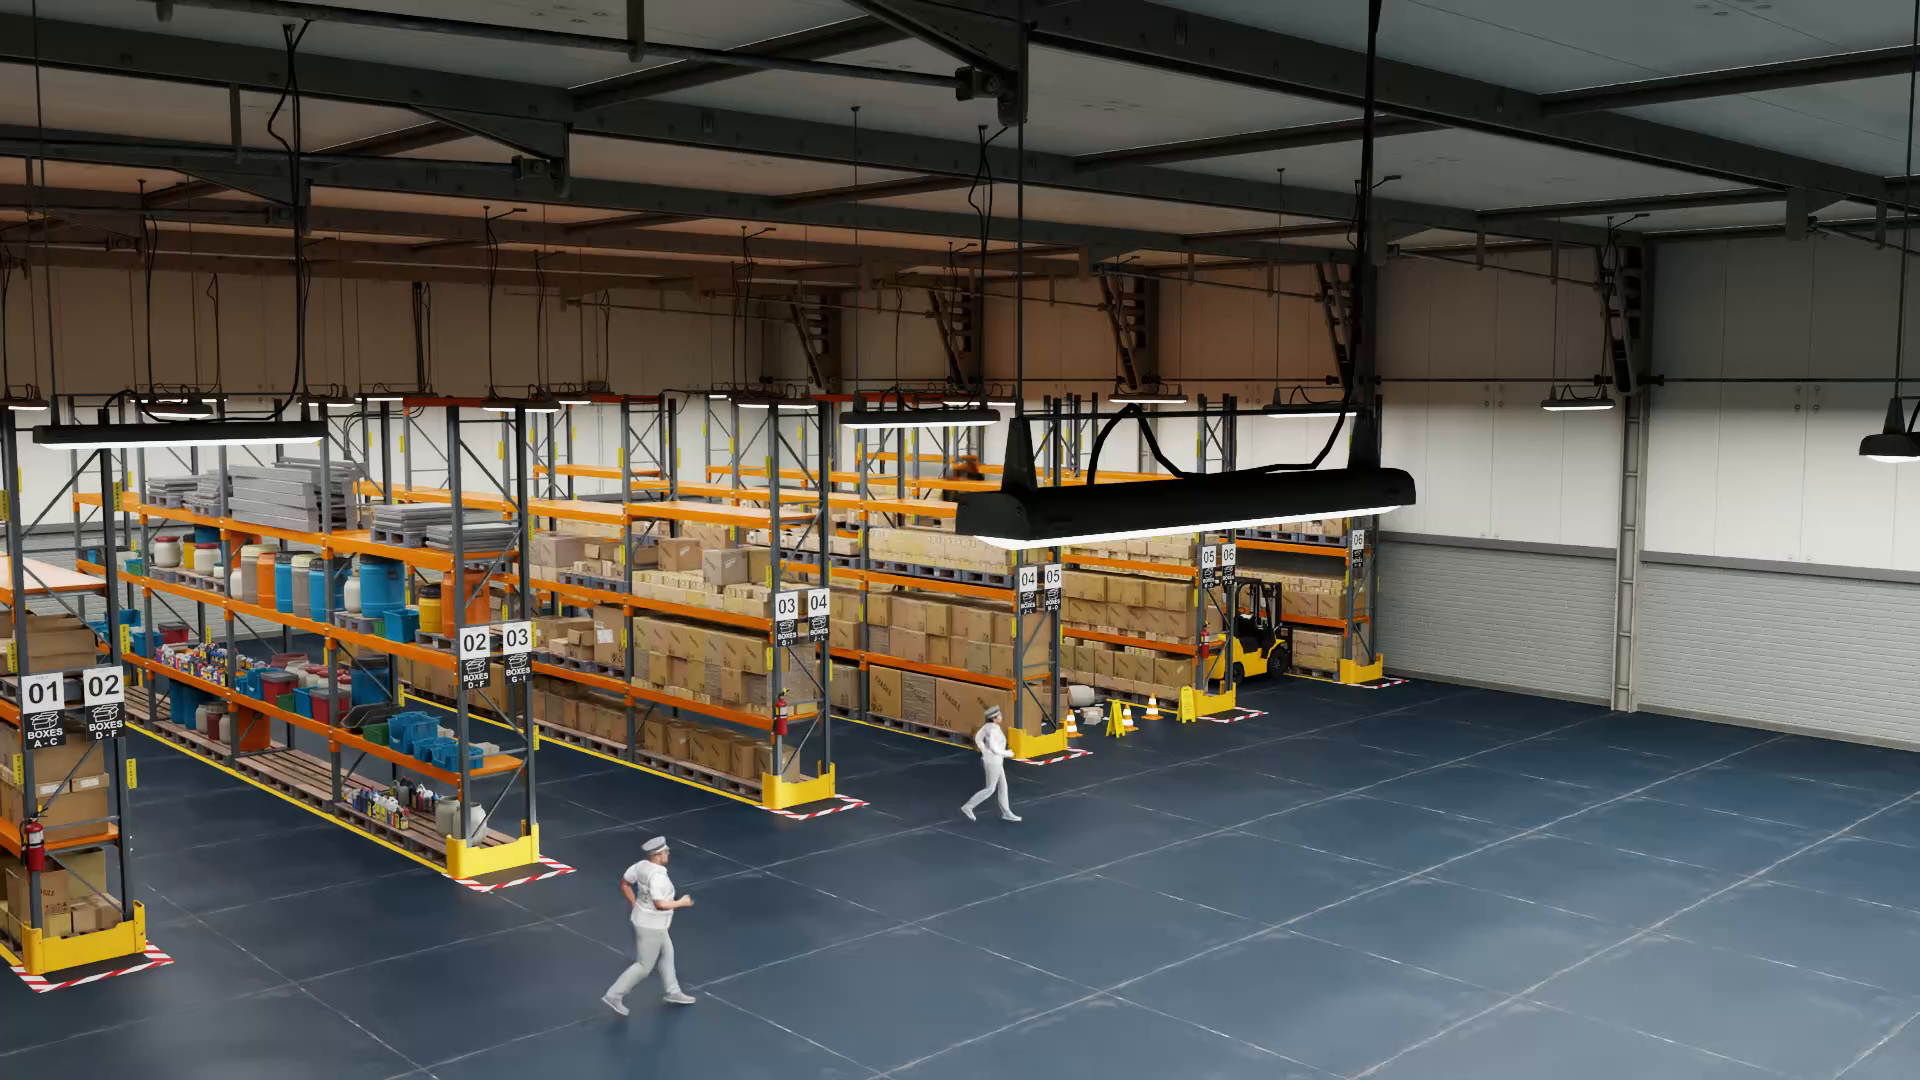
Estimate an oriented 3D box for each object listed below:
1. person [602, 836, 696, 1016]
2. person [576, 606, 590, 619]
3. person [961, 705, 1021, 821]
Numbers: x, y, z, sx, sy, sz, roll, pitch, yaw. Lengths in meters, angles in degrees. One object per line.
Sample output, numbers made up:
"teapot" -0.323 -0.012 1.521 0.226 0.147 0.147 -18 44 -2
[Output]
"person" -3.102 3.842 16.547 0.981 1.780 0.629 -2 6 -24
"person" -9.697 1.351 42.477 0.688 1.834 0.786 3 6 29
"person" 0.451 3.195 23.682 0.871 1.694 0.620 -1 6 -6
